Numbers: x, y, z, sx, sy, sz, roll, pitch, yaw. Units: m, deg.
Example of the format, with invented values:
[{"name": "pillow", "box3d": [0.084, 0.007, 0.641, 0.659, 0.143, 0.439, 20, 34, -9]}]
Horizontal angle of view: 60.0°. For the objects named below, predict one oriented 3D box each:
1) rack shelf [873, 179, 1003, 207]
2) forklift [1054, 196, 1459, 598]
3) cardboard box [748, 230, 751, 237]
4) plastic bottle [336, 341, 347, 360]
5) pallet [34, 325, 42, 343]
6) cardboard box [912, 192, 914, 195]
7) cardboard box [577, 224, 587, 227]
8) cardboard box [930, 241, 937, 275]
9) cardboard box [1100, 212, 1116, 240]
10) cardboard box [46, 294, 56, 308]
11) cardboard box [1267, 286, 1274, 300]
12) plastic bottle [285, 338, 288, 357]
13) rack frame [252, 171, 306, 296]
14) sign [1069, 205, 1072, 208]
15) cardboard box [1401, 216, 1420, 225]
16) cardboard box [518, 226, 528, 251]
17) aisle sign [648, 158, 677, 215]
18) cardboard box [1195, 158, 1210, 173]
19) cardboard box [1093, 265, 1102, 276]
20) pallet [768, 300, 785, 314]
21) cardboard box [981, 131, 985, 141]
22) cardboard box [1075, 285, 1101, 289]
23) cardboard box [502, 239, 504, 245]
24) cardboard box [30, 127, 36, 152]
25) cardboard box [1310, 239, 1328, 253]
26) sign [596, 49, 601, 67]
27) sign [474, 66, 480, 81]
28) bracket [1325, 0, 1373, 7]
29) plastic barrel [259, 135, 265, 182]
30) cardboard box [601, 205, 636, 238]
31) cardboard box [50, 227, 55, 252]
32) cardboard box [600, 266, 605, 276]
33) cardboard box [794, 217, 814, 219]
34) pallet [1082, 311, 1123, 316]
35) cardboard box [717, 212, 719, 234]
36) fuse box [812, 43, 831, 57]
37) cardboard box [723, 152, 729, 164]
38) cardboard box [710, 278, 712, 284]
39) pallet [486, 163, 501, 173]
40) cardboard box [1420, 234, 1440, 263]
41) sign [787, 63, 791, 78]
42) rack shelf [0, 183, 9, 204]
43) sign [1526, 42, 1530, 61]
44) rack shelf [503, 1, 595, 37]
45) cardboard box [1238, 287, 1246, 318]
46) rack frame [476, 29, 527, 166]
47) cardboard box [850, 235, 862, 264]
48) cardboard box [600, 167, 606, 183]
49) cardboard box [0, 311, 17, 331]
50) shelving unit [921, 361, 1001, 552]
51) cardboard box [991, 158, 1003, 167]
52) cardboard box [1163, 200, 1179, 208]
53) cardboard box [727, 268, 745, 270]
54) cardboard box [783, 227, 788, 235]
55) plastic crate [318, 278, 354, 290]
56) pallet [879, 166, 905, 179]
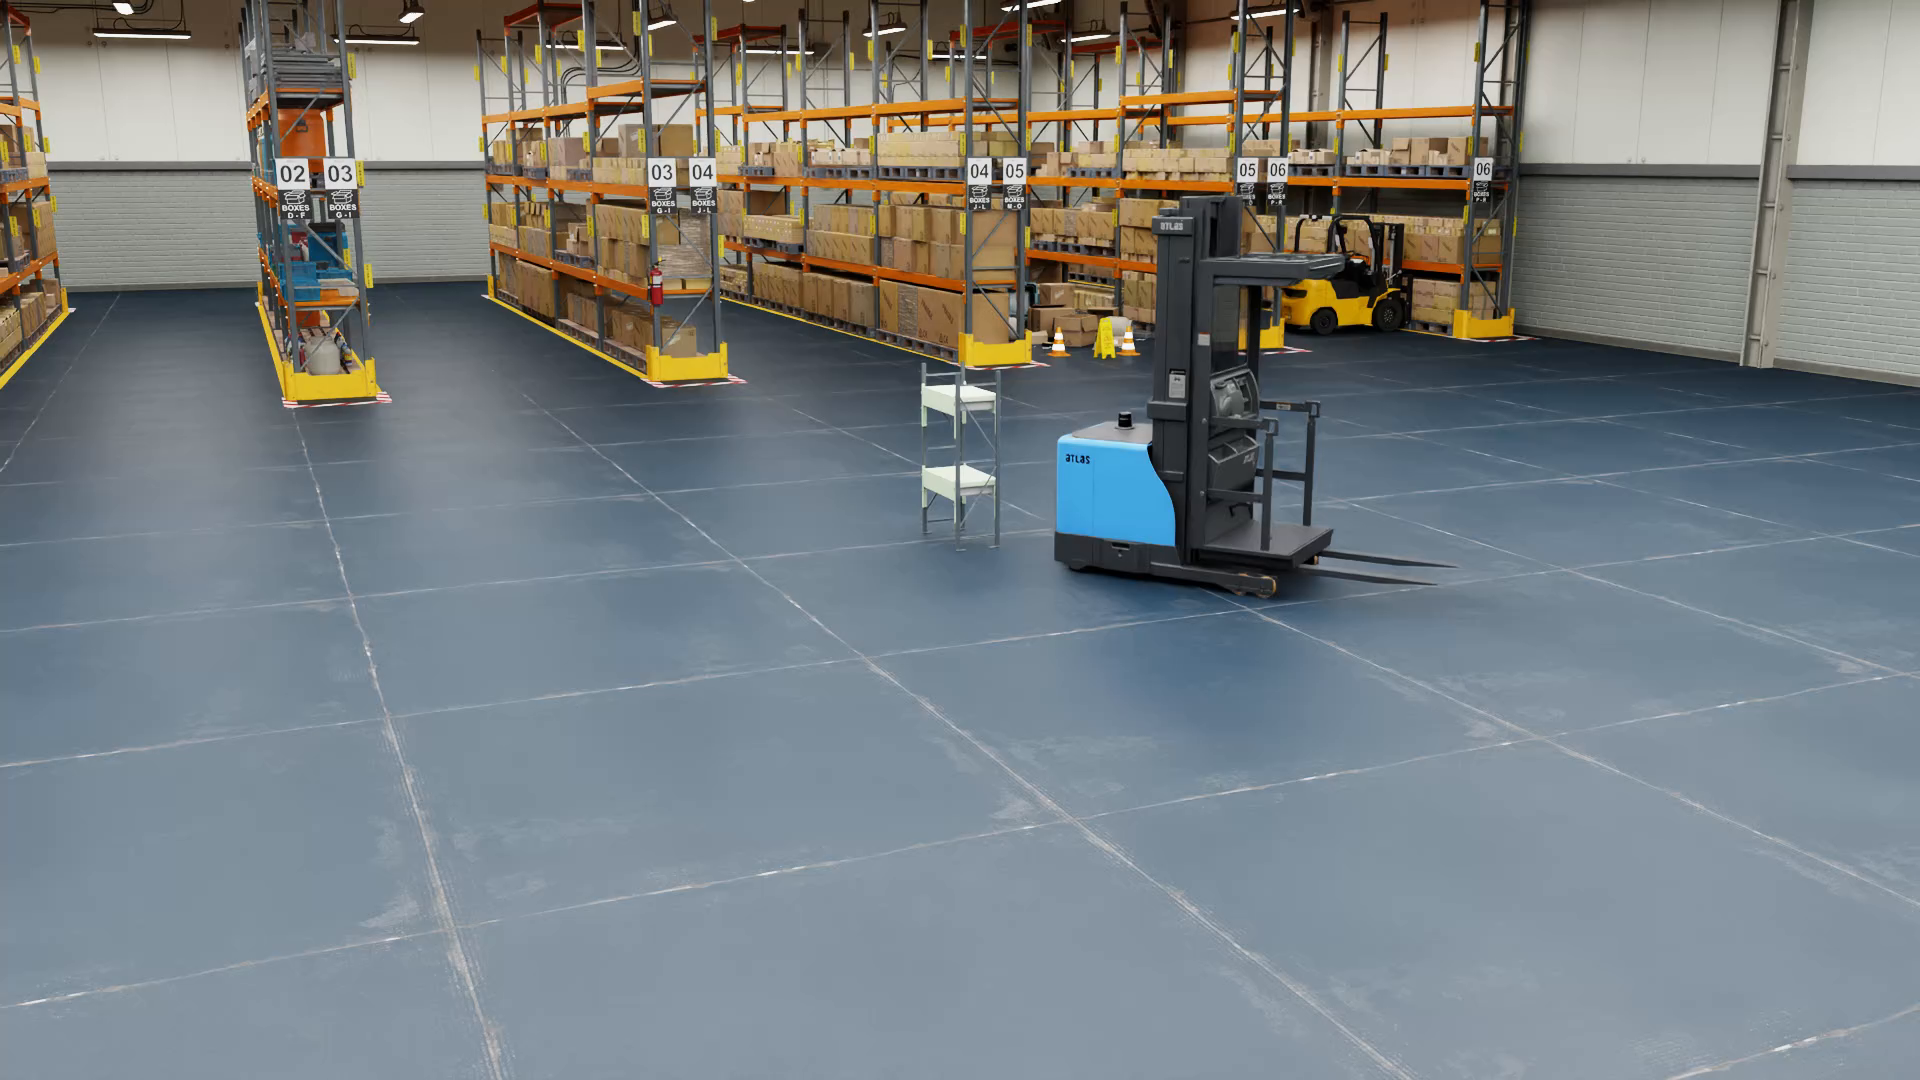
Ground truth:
[{"name": "rack shelf", "box3d": [-0.250, -5.817, 27.793, 1.077, 0.370, 4.000, -6, 14, -23]}, {"name": "forklift", "box3d": [2.294, -1.126, 12.736, 3.031, 2.935, 1.130, 7, 15, 29]}, {"name": "cardboard box", "box3d": [-4.403, -6.674, 36.182, 0.380, 0.149, 0.250, -5, 14, -22]}, {"name": "plastic bottle", "box3d": [-9.384, -2.885, 25.246, 0.152, 0.276, 0.135, -5, 14, -22]}, {"name": "pallet", "box3d": [-17.066, -3.675, 29.781, 1.003, 0.211, 1.213, -6, 14, -23]}, {"name": "cardboard box", "box3d": [-0.968, -8.550, 40.784, 0.380, 0.149, 0.250, -5, 14, -22]}, {"name": "cardboard box", "box3d": [-6.670, -5.557, 30.577, 0.700, 0.500, 0.500, -3, 13, -15]}, {"name": "cardboard box", "box3d": [0.012, -4.677, 27.593, 0.875, 0.550, 0.550, -6, 14, -23]}, {"name": "cardboard box", "box3d": [3.049, -6.060, 32.088, 0.500, 0.500, 0.500, -6, 14, -24]}, {"name": "cardboard box", "box3d": [-18.725, -4.863, 33.851, 0.500, 0.250, 0.500, -6, 14, -23]}, {"name": "cardboard box", "box3d": [7.165, -5.507, 35.846, 0.875, 0.625, 0.625, -6, 14, -25]}, {"name": "plastic bottle", "box3d": [-10.294, -2.962, 25.581, 0.152, 0.276, 0.135, -5, 14, -21]}, {"name": "rack frame", "box3d": [-14.981, -6.724, 36.769, 1.000, 3.000, 0.127, -6, 14, -23]}, {"name": "sign", "box3d": [2.335, -6.990, 35.527, 0.100, 0.325, 0.005, -6, 14, -23]}, {"name": "cardboard box", "box3d": [8.637, -6.091, 31.714, 0.380, 0.149, 0.250, -5, 14, -22]}, {"name": "cardboard box", "box3d": [-8.885, -6.276, 34.612, 0.500, 0.500, 0.500, -6, 14, -23]}, {"name": "aisle sign", "box3d": [-4.284, -5.092, 23.954, 0.394, 0.787, 0.004, -6, 14, -23]}, {"name": "cardboard box", "box3d": [4.407, -6.481, 28.739, 0.500, 0.250, 0.500, -6, 14, -24]}, {"name": "cardboard box", "box3d": [3.769, -7.069, 42.872, 0.500, 0.500, 0.500, -5, 14, -22]}, {"name": "pallet", "box3d": [-3.450, -5.000, 35.506, 1.003, 0.211, 1.213, -6, 14, -23]}, {"name": "cardboard box", "box3d": [0.507, -6.476, 26.681, 0.380, 0.149, 0.250, -6, 14, -24]}, {"name": "cardboard box", "box3d": [2.362, -5.069, 34.514, 0.950, 0.372, 0.625, -6, 14, -24]}, {"name": "cardboard box", "box3d": [-9.879, -6.574, 36.679, 0.380, 0.149, 0.250, -5, 14, -22]}, {"name": "cardboard box", "box3d": [-19.300, -8.170, 33.925, 0.700, 0.500, 0.500, -6, 14, -23]}, {"name": "cardboard box", "box3d": [7.549, -6.044, 34.163, 0.500, 0.250, 0.500, -5, 14, -22]}, {"name": "sign", "box3d": [-6.745, -8.986, 30.991, 0.100, 0.325, 0.005, -6, 14, -23]}, {"name": "sign", "box3d": [-10.954, -10.577, 37.692, 0.100, 0.325, 0.005, -6, 14, -23]}, {"name": "bracket", "box3d": [8.616, -10.697, 32.650, 0.076, 0.066, 4.783, -6, 14, -23]}, {"name": "plastic barrel", "box3d": [-11.384, -6.417, 27.840, 0.600, 0.830, 0.708, -6, 14, -23]}, {"name": "cardboard box", "box3d": [-5.487, -5.154, 26.886, 0.500, 0.500, 0.500, -6, 14, -23]}, {"name": "cardboard box", "box3d": [-18.881, -6.151, 34.073, 0.500, 0.500, 0.500, -5, 14, -22]}, {"name": "cardboard box", "box3d": [-5.737, -4.445, 27.481, 0.380, 0.149, 0.250, -6, 14, -23]}, {"name": "cardboard box", "box3d": [-3.285, -6.754, 35.205, 0.380, 0.149, 0.250, -6, 14, -24]}, {"name": "pallet", "box3d": [3.131, -4.389, 32.867, 1.003, 0.211, 1.213, -6, 14, -23]}, {"name": "cardboard box", "box3d": [-5.509, -7.464, 39.084, 0.500, 0.500, 0.500, -5, 14, -22]}, {"name": "fuse box", "box3d": [-3.864, -13.682, 46.434, 0.513, 0.334, 0.176, -6, 14, -23]}, {"name": "cardboard box", "box3d": [-5.084, -8.692, 37.845, 0.500, 0.250, 0.500, -5, 14, -21]}, {"name": "cardboard box", "box3d": [-5.941, -6.277, 40.229, 0.380, 0.149, 0.250, -5, 14, -22]}, {"name": "pallet", "box3d": [-10.136, -8.437, 37.716, 1.003, 0.211, 1.213, -6, 14, -23]}, {"name": "cardboard box", "box3d": [8.956, -5.444, 31.020, 0.500, 0.500, 0.500, -5, 14, -21]}, {"name": "sign", "box3d": [-3.749, -10.278, 36.399, 0.100, 0.325, 0.005, -6, 14, -23]}, {"name": "rack shelf", "box3d": [-15.515, -5.322, 25.656, 1.077, 0.370, 4.000, -6, 14, -23]}, {"name": "sign", "box3d": [10.104, -8.714, 29.639, 0.100, 0.325, 0.005, -6, 14, -23]}, {"name": "rack shelf", "box3d": [-8.039, -10.123, 32.376, 1.077, 0.370, 4.000, -6, 14, -23]}, {"name": "cardboard box", "box3d": [4.967, -4.188, 29.314, 0.500, 0.500, 0.500, -6, 14, -25]}, {"name": "rack frame", "box3d": [-10.443, -10.094, 38.026, 1.000, 3.000, 0.127, -6, 14, -23]}, {"name": "cardboard box", "box3d": [-1.707, -5.356, 30.637, 0.500, 0.500, 0.500, -6, 14, -24]}, {"name": "cardboard box", "box3d": [-5.474, -5.855, 26.697, 0.500, 0.250, 0.500, -6, 14, -23]}, {"name": "cardboard box", "box3d": [-15.667, -3.570, 27.065, 0.500, 0.311, 0.500, -6, 14, -24]}, {"name": "shelving unit", "box3d": [0.003, -0.729, 14.195, 0.431, 1.500, 0.755, -6, 14, -23]}, {"name": "cardboard box", "box3d": [0.708, -5.985, 26.328, 0.380, 0.149, 0.250, -6, 14, -23]}, {"name": "cardboard box", "box3d": [4.075, -5.844, 29.870, 0.700, 0.500, 0.500, -6, 14, -23]}, {"name": "cardboard box", "box3d": [-5.225, -6.252, 38.800, 0.380, 0.149, 0.250, -6, 14, -23]}, {"name": "cardboard box", "box3d": [-3.377, -6.289, 33.855, 0.380, 0.149, 0.250, -5, 14, -21]}, {"name": "plastic crate", "box3d": [-9.292, -3.804, 24.736, 0.530, 0.136, 0.437, -6, 14, -23]}, {"name": "pallet", "box3d": [-0.733, -6.367, 28.773, 1.003, 0.211, 1.213, -6, 14, -23]}]
